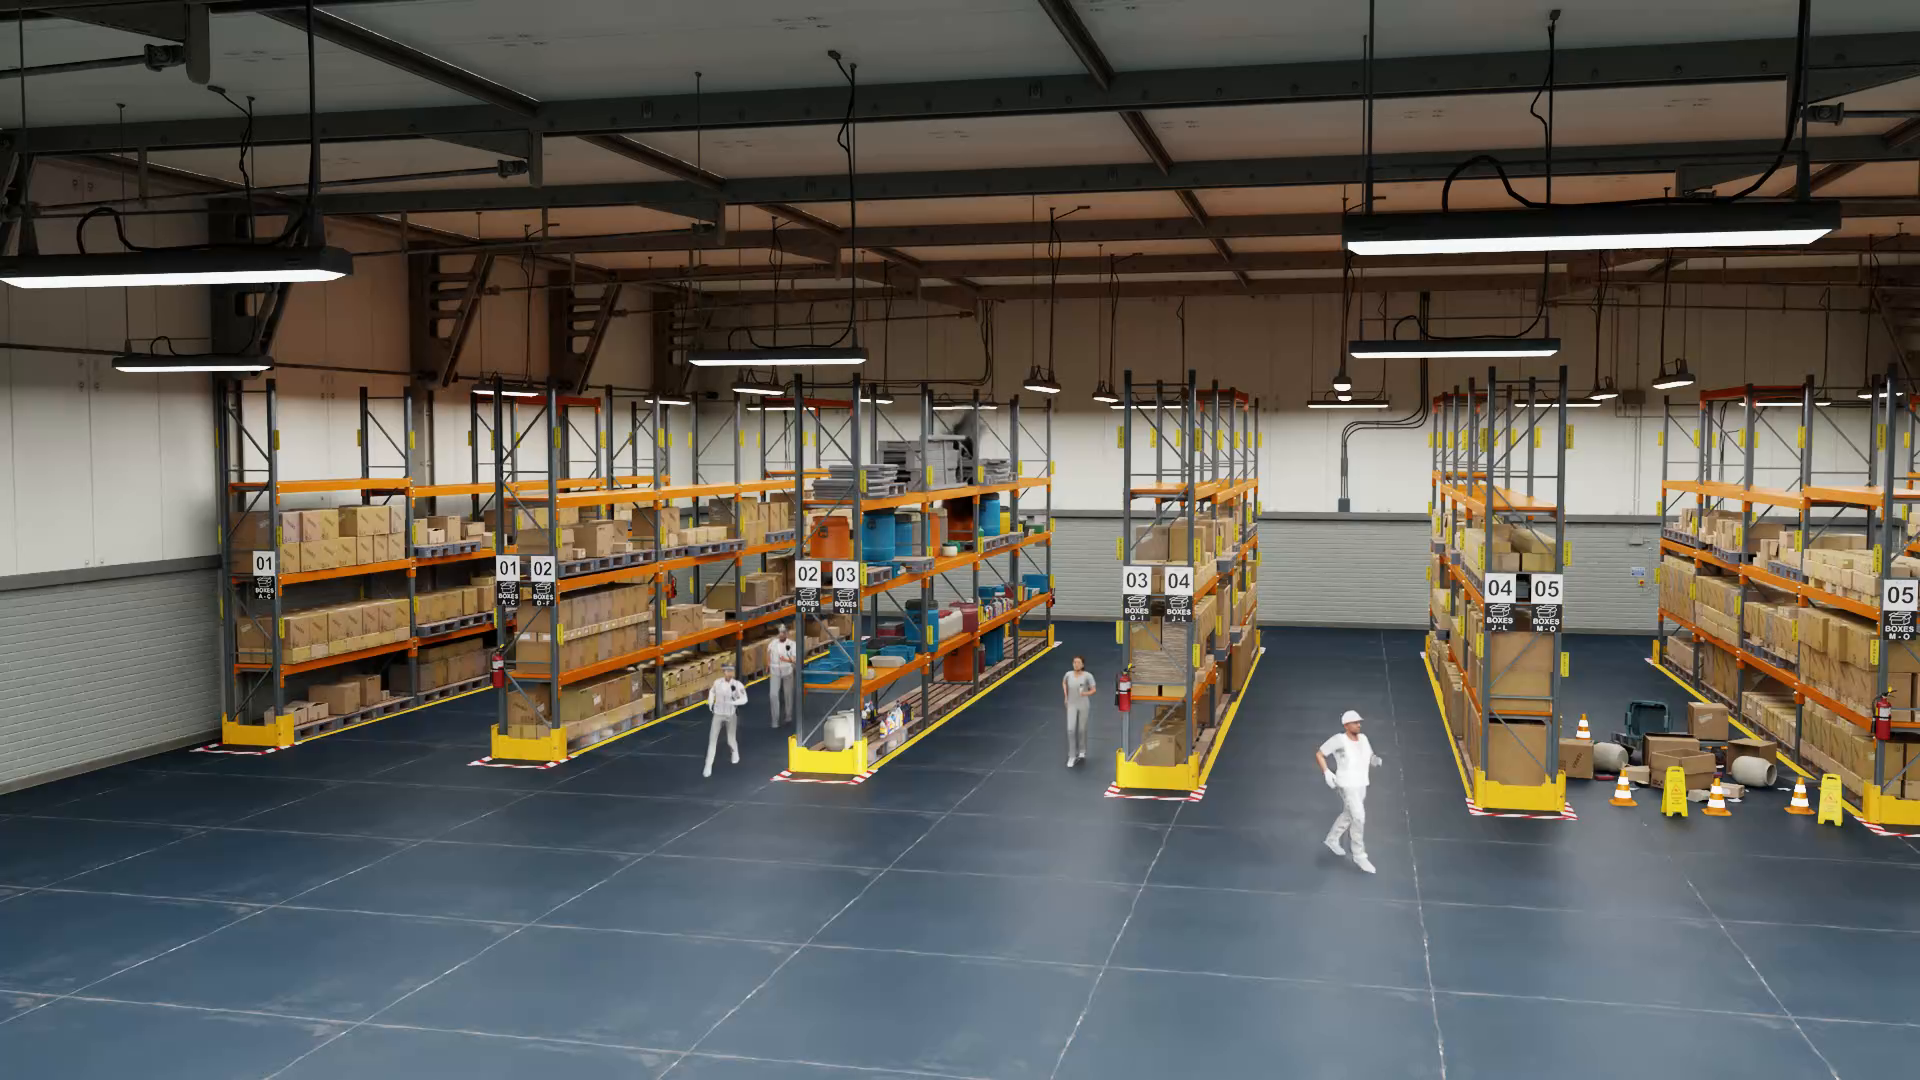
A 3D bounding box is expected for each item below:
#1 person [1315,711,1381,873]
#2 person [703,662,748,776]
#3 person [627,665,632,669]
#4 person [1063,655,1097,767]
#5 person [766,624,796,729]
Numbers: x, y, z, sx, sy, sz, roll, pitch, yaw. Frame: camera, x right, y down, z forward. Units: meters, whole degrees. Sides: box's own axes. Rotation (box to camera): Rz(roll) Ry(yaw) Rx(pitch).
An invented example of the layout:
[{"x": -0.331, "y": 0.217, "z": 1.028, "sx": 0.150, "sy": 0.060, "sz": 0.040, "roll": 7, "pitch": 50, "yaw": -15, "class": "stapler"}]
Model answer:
[{"x": 4.604, "y": 2.919, "z": 19.583, "sx": 0.672, "sy": 1.826, "sz": 0.857, "roll": -3, "pitch": 4, "yaw": -39, "class": "person"}, {"x": -3.525, "y": 2.671, "z": 25.175, "sx": 0.632, "sy": 1.679, "sz": 0.915, "roll": 0, "pitch": 3, "yaw": 3, "class": "person"}, {"x": -6.691, "y": 2.138, "z": 32.783, "sx": 0.714, "sy": 1.754, "sz": 1.033, "roll": 1, "pitch": 3, "yaw": 11, "class": "person"}, {"x": 1.845, "y": 2.632, "z": 25.739, "sx": 0.553, "sy": 1.724, "sz": 0.764, "roll": 1, "pitch": 3, "yaw": 10, "class": "person"}, {"x": -3.107, "y": 2.383, "z": 29.080, "sx": 0.631, "sy": 1.850, "sz": 0.754, "roll": 0, "pitch": 3, "yaw": 2, "class": "person"}]
